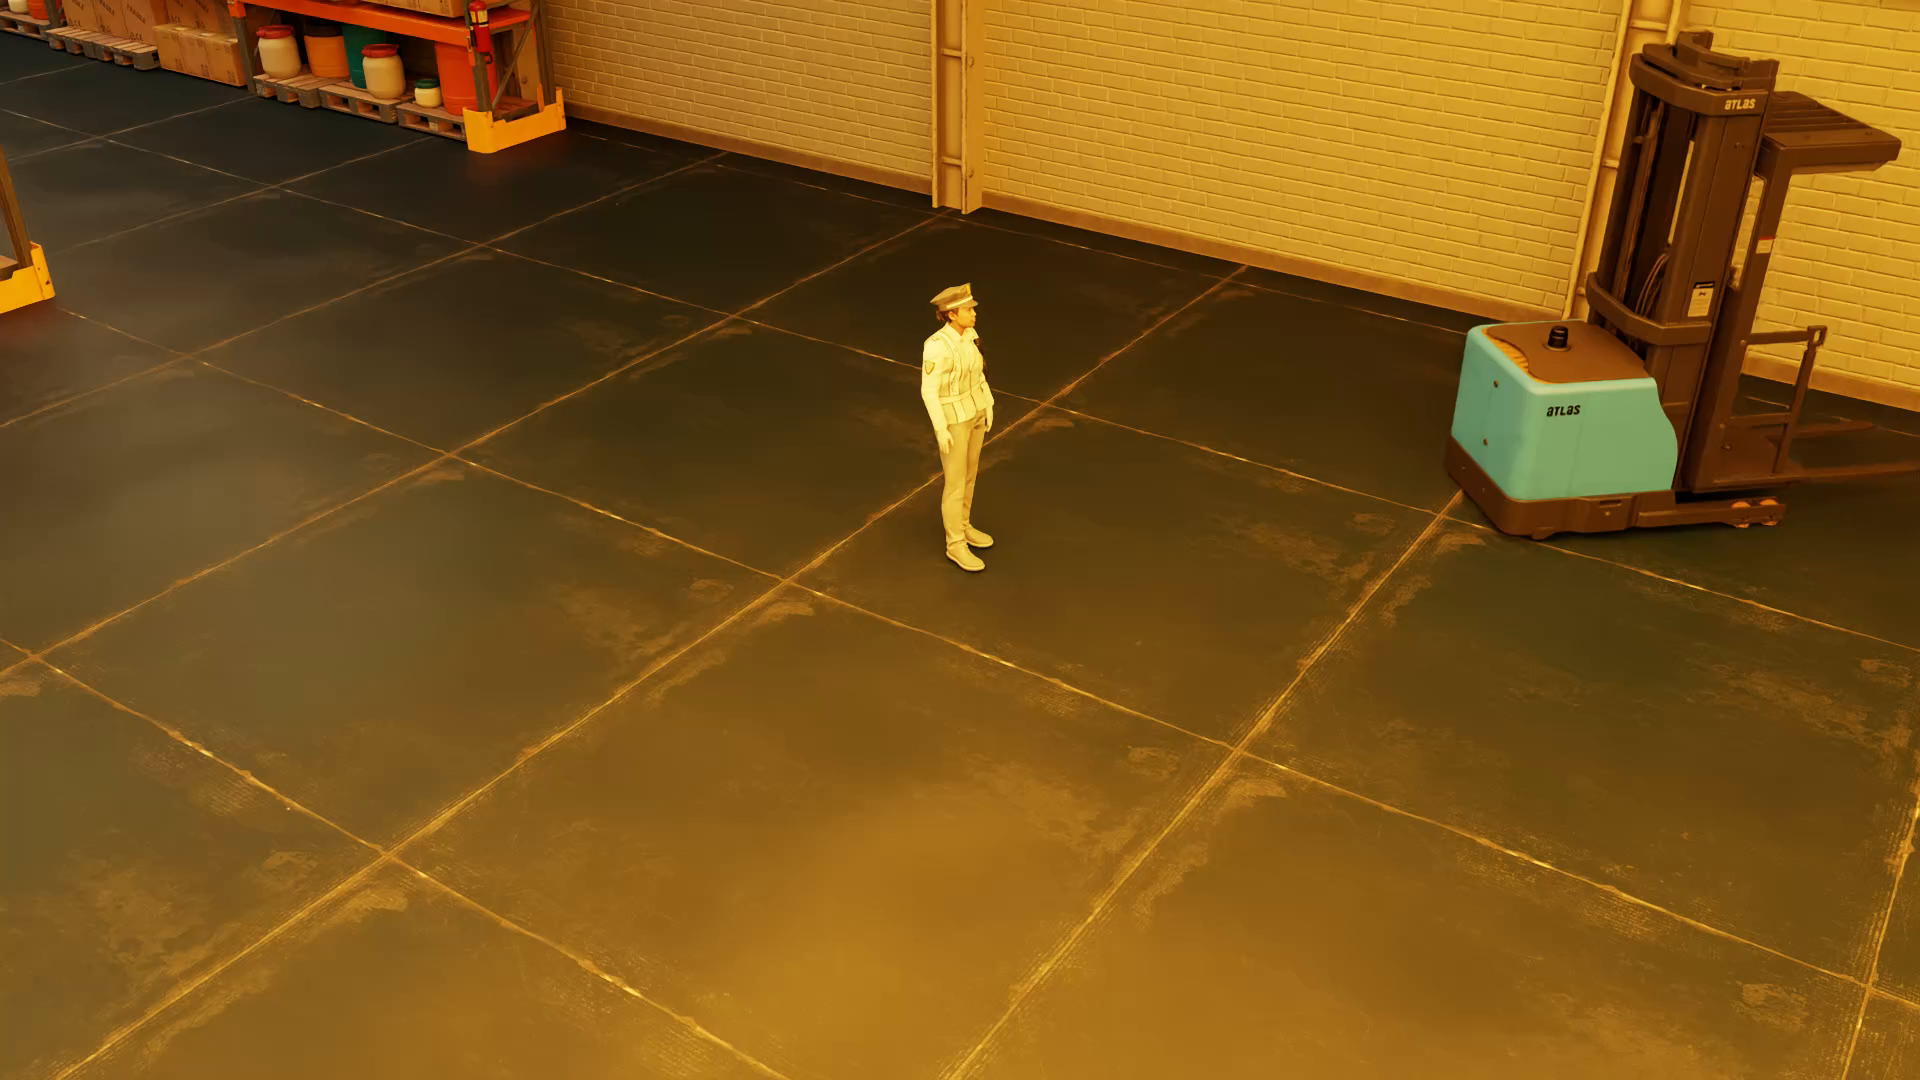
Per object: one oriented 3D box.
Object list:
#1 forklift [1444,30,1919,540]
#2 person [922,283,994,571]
[{"bbox_3d":[4.825,-1.603,10.341,3.031,2.935,1.130,-4,30,-8],"label":"forklift"},{"bbox_3d":[0.053,-0.717,10.033,0.530,1.694,0.586,19,35,29],"label":"person"}]
